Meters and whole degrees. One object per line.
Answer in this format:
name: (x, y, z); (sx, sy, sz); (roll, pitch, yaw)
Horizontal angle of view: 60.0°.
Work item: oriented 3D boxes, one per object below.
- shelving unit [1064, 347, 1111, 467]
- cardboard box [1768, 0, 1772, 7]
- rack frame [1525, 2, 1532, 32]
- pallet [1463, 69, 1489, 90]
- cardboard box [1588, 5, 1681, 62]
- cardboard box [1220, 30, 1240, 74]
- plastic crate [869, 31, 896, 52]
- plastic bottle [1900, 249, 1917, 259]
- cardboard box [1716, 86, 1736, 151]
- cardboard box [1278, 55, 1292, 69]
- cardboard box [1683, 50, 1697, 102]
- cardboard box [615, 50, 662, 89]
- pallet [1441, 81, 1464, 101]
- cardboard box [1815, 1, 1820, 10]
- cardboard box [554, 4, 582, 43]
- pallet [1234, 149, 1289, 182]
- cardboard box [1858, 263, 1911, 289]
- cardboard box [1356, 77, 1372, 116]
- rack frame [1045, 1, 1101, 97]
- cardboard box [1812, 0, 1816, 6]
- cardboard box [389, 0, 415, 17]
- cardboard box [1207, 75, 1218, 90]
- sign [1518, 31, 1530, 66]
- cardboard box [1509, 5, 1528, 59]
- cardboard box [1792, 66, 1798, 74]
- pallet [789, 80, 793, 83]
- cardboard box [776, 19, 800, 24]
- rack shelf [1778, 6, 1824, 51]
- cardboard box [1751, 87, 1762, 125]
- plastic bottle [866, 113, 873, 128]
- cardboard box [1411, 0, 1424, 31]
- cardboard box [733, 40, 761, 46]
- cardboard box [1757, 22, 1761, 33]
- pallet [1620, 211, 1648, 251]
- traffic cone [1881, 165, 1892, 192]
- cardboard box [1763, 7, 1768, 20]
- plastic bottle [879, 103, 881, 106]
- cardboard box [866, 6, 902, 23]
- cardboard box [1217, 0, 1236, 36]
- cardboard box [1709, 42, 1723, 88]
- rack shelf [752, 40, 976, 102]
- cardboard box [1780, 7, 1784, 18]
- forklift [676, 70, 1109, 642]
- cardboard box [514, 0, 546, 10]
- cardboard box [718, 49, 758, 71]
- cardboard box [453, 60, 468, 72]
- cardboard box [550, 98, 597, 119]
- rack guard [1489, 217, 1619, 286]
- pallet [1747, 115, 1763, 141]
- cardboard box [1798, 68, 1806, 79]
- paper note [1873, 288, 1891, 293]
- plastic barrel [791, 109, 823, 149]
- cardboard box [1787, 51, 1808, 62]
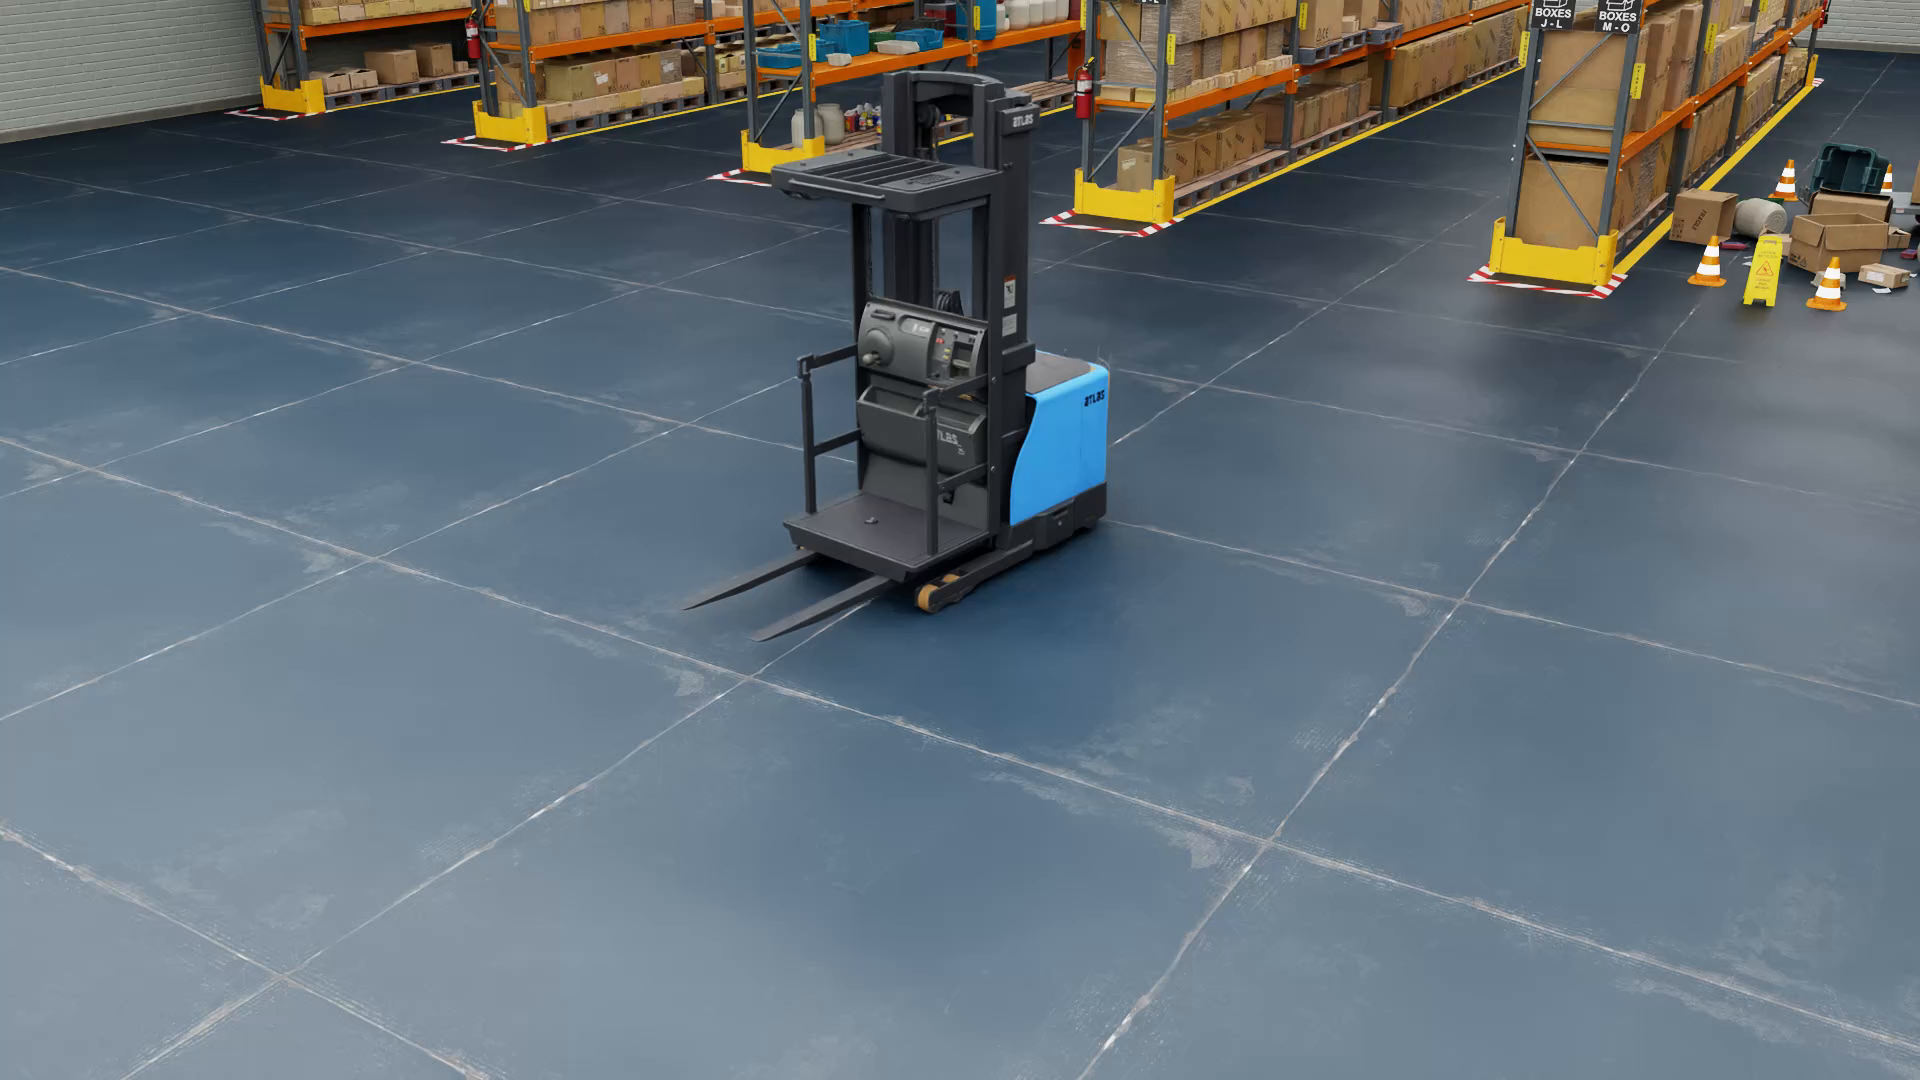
shelving unit: (0.834, -0.754, 11.165); (0.252, 1.050, 0.215); (-7, 24, -18)
cardboard box: (11.495, -7.790, 24.007); (0.380, 0.149, 0.250); (13, 27, 28)
rack frame: (10.319, -10.570, 31.391); (1.000, 3.000, 0.127); (14, 27, 29)
pallet: (8.677, -8.181, 29.381); (1.003, 0.211, 1.213); (14, 27, 29)
cardboard box: (7.333, -5.530, 18.200); (0.875, 0.550, 0.550); (14, 27, 29)
cardboard box: (2.929, -6.052, 20.454); (0.875, 0.500, 0.500); (14, 27, 29)
plastic crate: (-1.174, -7.062, 23.553); (0.450, 0.188, 0.662); (14, 27, 29)
plastic bottle: (10.134, -3.052, 17.723); (0.133, 0.061, 0.283); (20, 30, 38)
cardboard box: (9.862, -5.770, 22.606); (1.050, 0.750, 0.750); (13, 27, 28)
cardboard box: (4.126, -6.270, 21.775); (0.380, 0.149, 0.250); (14, 27, 29)
cardboard box: (7.965, -5.388, 19.232); (0.875, 0.550, 0.550); (14, 27, 29)
cardboard box: (-5.018, -7.334, 25.904); (0.500, 0.500, 0.500); (14, 27, 29)
pallet: (7.866, -7.664, 28.188); (1.003, 0.211, 1.213); (14, 27, 29)
cardboard box: (14.548, -9.212, 28.570); (0.380, 0.149, 0.250); (14, 27, 29)
cardboard box: (-6.005, -7.626, 24.464); (0.700, 0.500, 0.500); (15, 27, 30)
pallet: (3.665, -5.006, 22.048); (1.003, 0.211, 1.213); (14, 27, 29)
cardboard box: (9.273, -2.650, 16.685); (0.250, 0.149, 0.380); (-12, 26, -26)
cardboard box: (5.763, -6.694, 25.031); (0.700, 0.500, 0.500); (12, 26, 26)
rack frame: (1.891, -8.908, 27.551); (1.000, 3.000, 0.127); (14, 27, 29)
cardboard box: (13.926, -9.127, 27.558); (0.500, 0.500, 0.500); (14, 27, 29)
cardboard box: (-9.414, -8.842, 27.561); (0.500, 0.250, 0.500); (14, 27, 29)
cardboard box: (2.886, -5.524, 20.051); (0.380, 0.149, 0.250); (14, 27, 29)
sign: (5.586, -4.855, 16.433); (0.100, 0.325, 0.005); (14, 27, 29)
cardboard box: (10.050, -9.555, 31.192); (0.875, 0.875, 0.875); (14, 27, 29)
cardboard box: (13.758, -7.844, 27.778); (0.380, 0.149, 0.250); (15, 28, 32)
pallet: (-2.782, -8.398, 29.883); (1.003, 0.211, 1.213); (14, 27, 29)
cardboard box: (-3.934, -11.611, 36.412); (0.700, 0.500, 0.500); (14, 27, 30)
rack shelf: (13.425, -8.491, 27.495); (1.077, 0.370, 4.000); (14, 27, 29)
cardboard box: (11.379, -6.372, 24.311); (0.500, 0.500, 0.500); (13, 27, 28)
plastic bottle: (-1.293, -6.010, 23.825); (0.097, 0.201, 0.097); (0, 23, 0)
cardboard box: (6.857, -8.197, 25.784); (0.500, 0.500, 0.500); (13, 27, 28)
cardboard box: (-3.652, -8.496, 28.826); (0.500, 0.311, 0.500); (13, 27, 28)
cardboard box: (11.092, -7.256, 23.522); (0.380, 0.149, 0.250); (15, 28, 31)
pallet: (7.039, -3.513, 18.599); (1.003, 0.211, 1.213); (14, 27, 29)
traffic cone: (11.177, -4.298, 20.096); (0.336, 0.463, 0.334); (14, 27, 29)
cardboard box: (11.363, -7.566, 23.866); (0.380, 0.149, 0.250); (14, 27, 28)
plastic bottle: (-1.096, -6.295, 24.296); (0.144, 0.351, 0.185); (13, 26, 27)
cardboard box: (-1.459, -10.077, 31.901); (0.500, 0.250, 0.500); (13, 27, 28)
cardboard box: (2.933, -6.276, 19.713); (0.500, 0.500, 0.500); (14, 27, 29)
cardboard box: (8.921, -5.784, 20.209); (0.500, 0.500, 0.500); (14, 27, 29)
rack shelf: (-1.274, -6.553, 23.016); (1.077, 0.370, 4.000); (14, 27, 29)
cardboard box: (12.328, -8.048, 25.353); (0.380, 0.149, 0.250); (13, 27, 28)
forklift: (-0.368, -1.140, 9.693); (1.130, 2.935, 3.031); (18, 30, 36)
cardboard box: (-6.145, -7.678, 23.768); (0.380, 0.149, 0.250); (14, 27, 29)
cardboard box: (-3.727, -8.040, 27.774); (0.500, 0.311, 0.500); (14, 27, 28)
cardboard box: (-8.892, -8.349, 29.272); (0.380, 0.166, 0.250); (10, 25, 22)
cardboard box: (-5.802, -6.482, 24.880); (0.500, 0.250, 0.500); (14, 27, 29)
rack guard: (6.027, -2.941, 16.915); (1.175, 0.500, 0.348); (14, 27, 29)
pallet: (11.318, -6.190, 24.784); (1.003, 0.211, 1.213); (14, 27, 29)
cardboard box: (14.330, -8.052, 28.633); (0.380, 0.149, 0.250); (15, 27, 31)
paper note: (9.106, -2.467, 16.410); (0.148, 0.019, 0.142); (5, 24, 11)
plastic barrel: (-2.046, -5.497, 22.275); (0.421, 0.512, 0.421); (0, 23, 0)
cardboard box: (14.206, -8.235, 28.309); (0.380, 0.149, 0.250); (13, 27, 28)
